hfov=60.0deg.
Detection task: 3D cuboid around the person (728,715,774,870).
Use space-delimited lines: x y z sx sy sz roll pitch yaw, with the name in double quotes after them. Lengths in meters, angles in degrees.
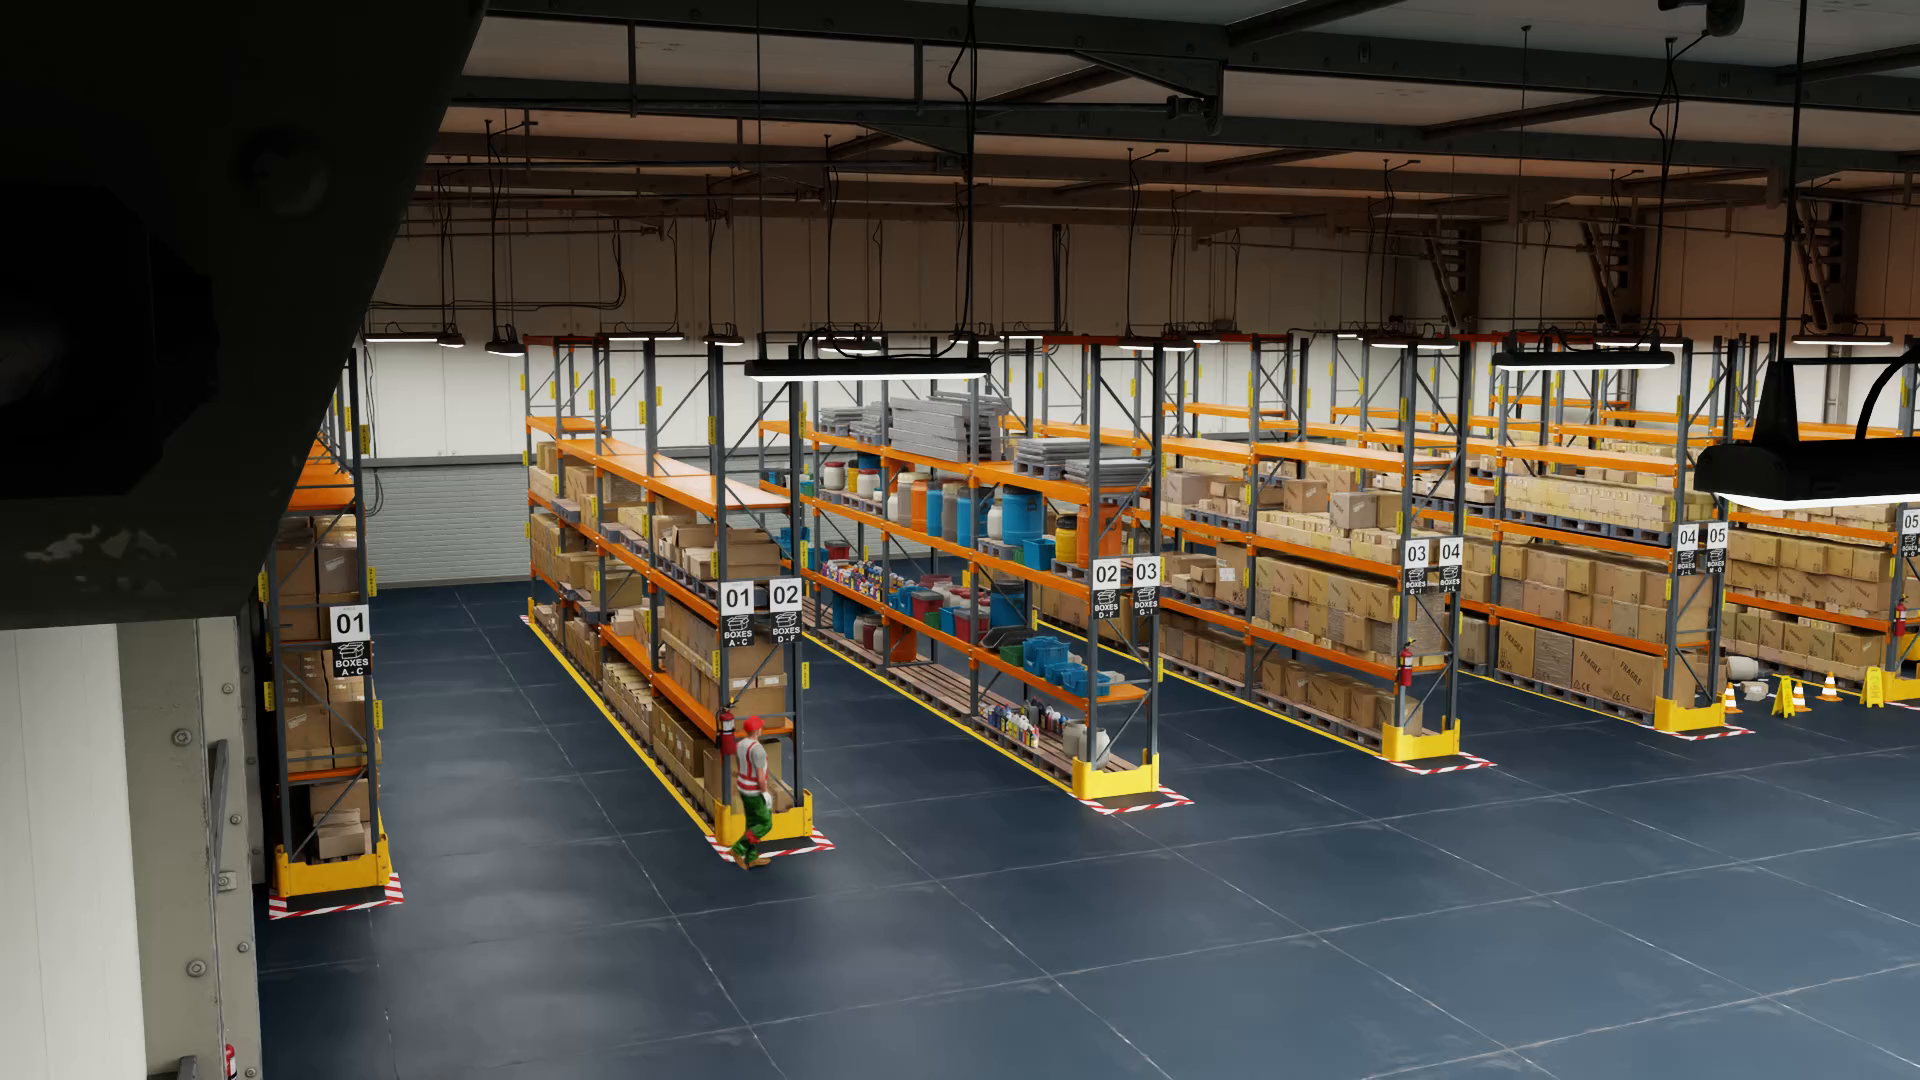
-2.431 2.903 19.073 0.568 1.790 0.561 -4 9 -28 "person"
